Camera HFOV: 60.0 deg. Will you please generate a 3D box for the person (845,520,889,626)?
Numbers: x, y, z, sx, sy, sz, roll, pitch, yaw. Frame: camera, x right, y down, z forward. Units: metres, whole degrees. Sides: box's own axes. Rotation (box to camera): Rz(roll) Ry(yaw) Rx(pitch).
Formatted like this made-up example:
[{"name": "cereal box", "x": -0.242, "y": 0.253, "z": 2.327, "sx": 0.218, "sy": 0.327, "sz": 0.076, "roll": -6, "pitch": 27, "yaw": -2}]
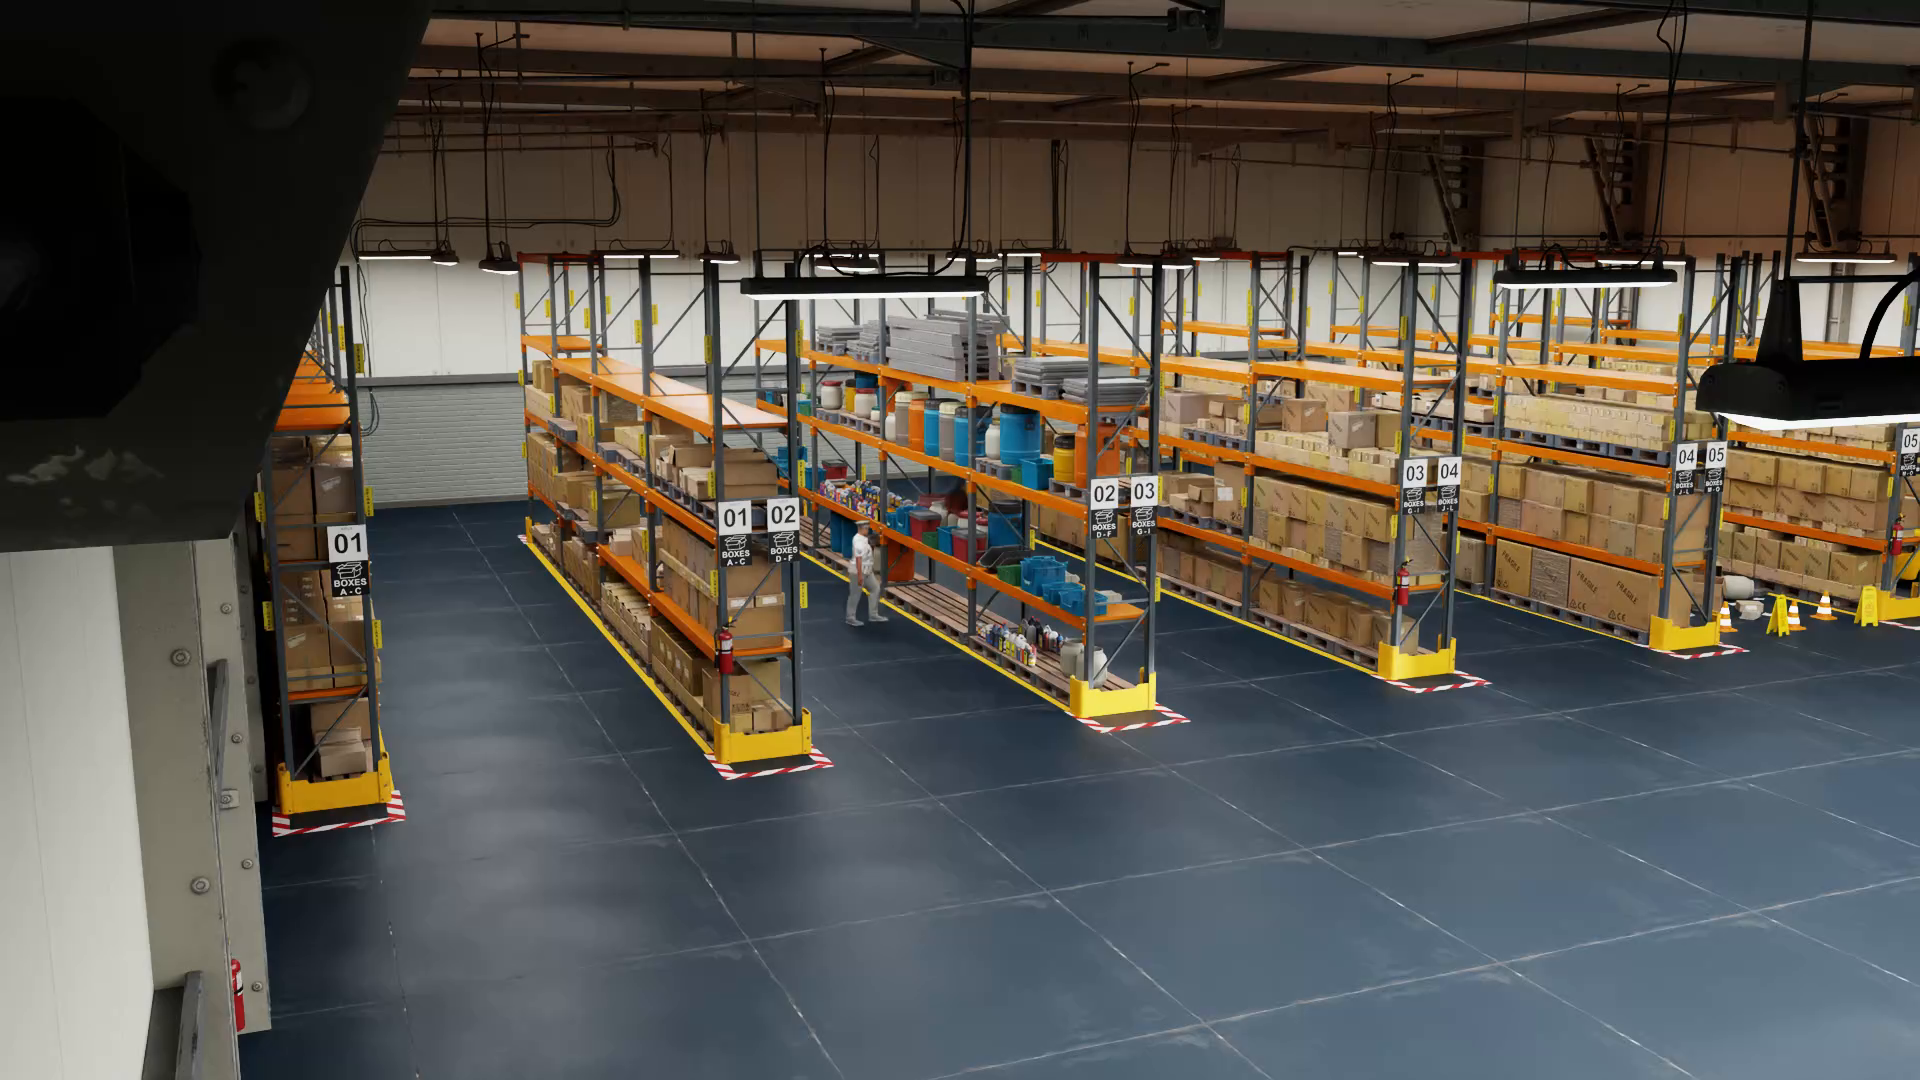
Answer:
[{"name": "person", "x": -1.561, "y": 0.547, "z": 27.195, "sx": 0.685, "sy": 1.742, "sz": 0.526, "roll": 3, "pitch": 11, "yaw": 16}]
